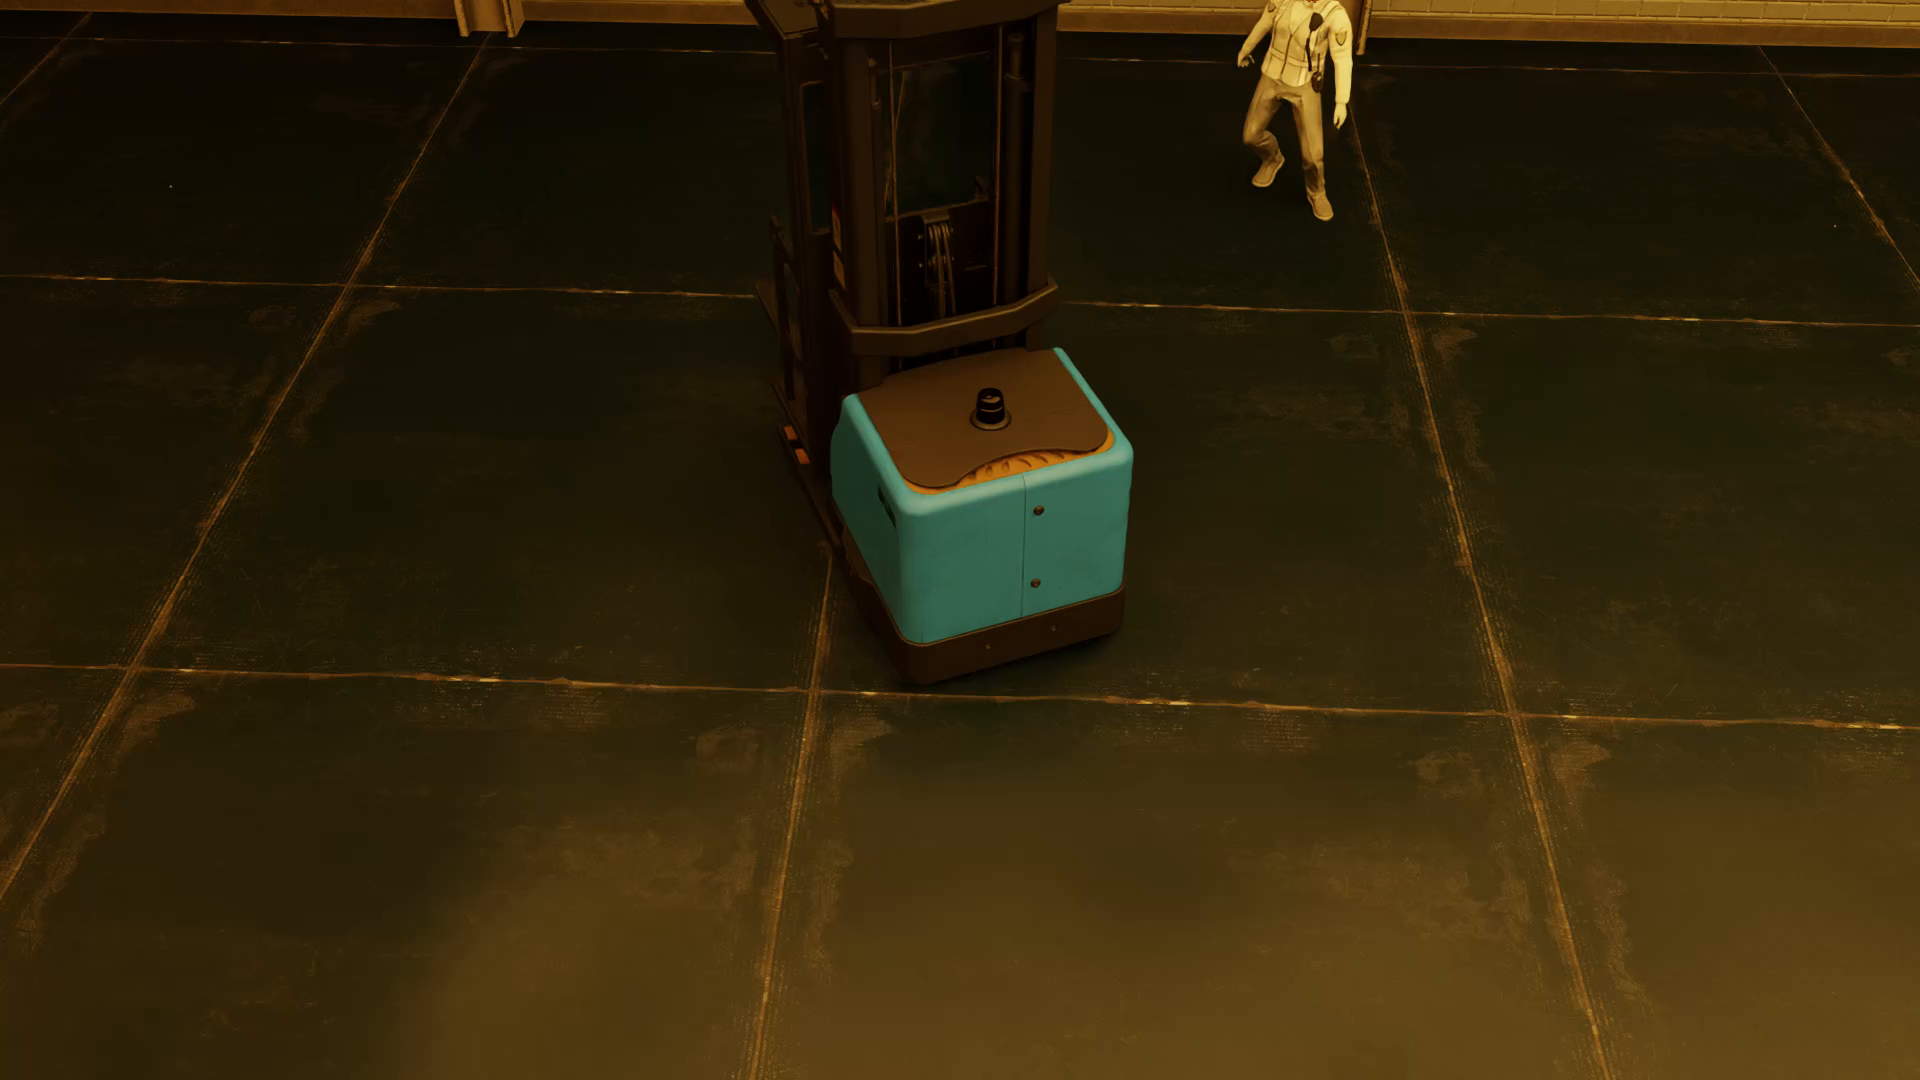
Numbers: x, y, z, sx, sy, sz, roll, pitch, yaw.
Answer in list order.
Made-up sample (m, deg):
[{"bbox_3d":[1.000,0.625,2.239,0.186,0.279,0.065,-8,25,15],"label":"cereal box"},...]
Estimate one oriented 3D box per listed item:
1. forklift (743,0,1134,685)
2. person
[{"bbox_3d":[-0.275,-1.468,7.350,1.130,2.935,3.031,-14,44,-15],"label":"forklift"},{"bbox_3d":[1.965,-2.718,9.731,0.812,1.581,0.448,31,51,29],"label":"person"}]
